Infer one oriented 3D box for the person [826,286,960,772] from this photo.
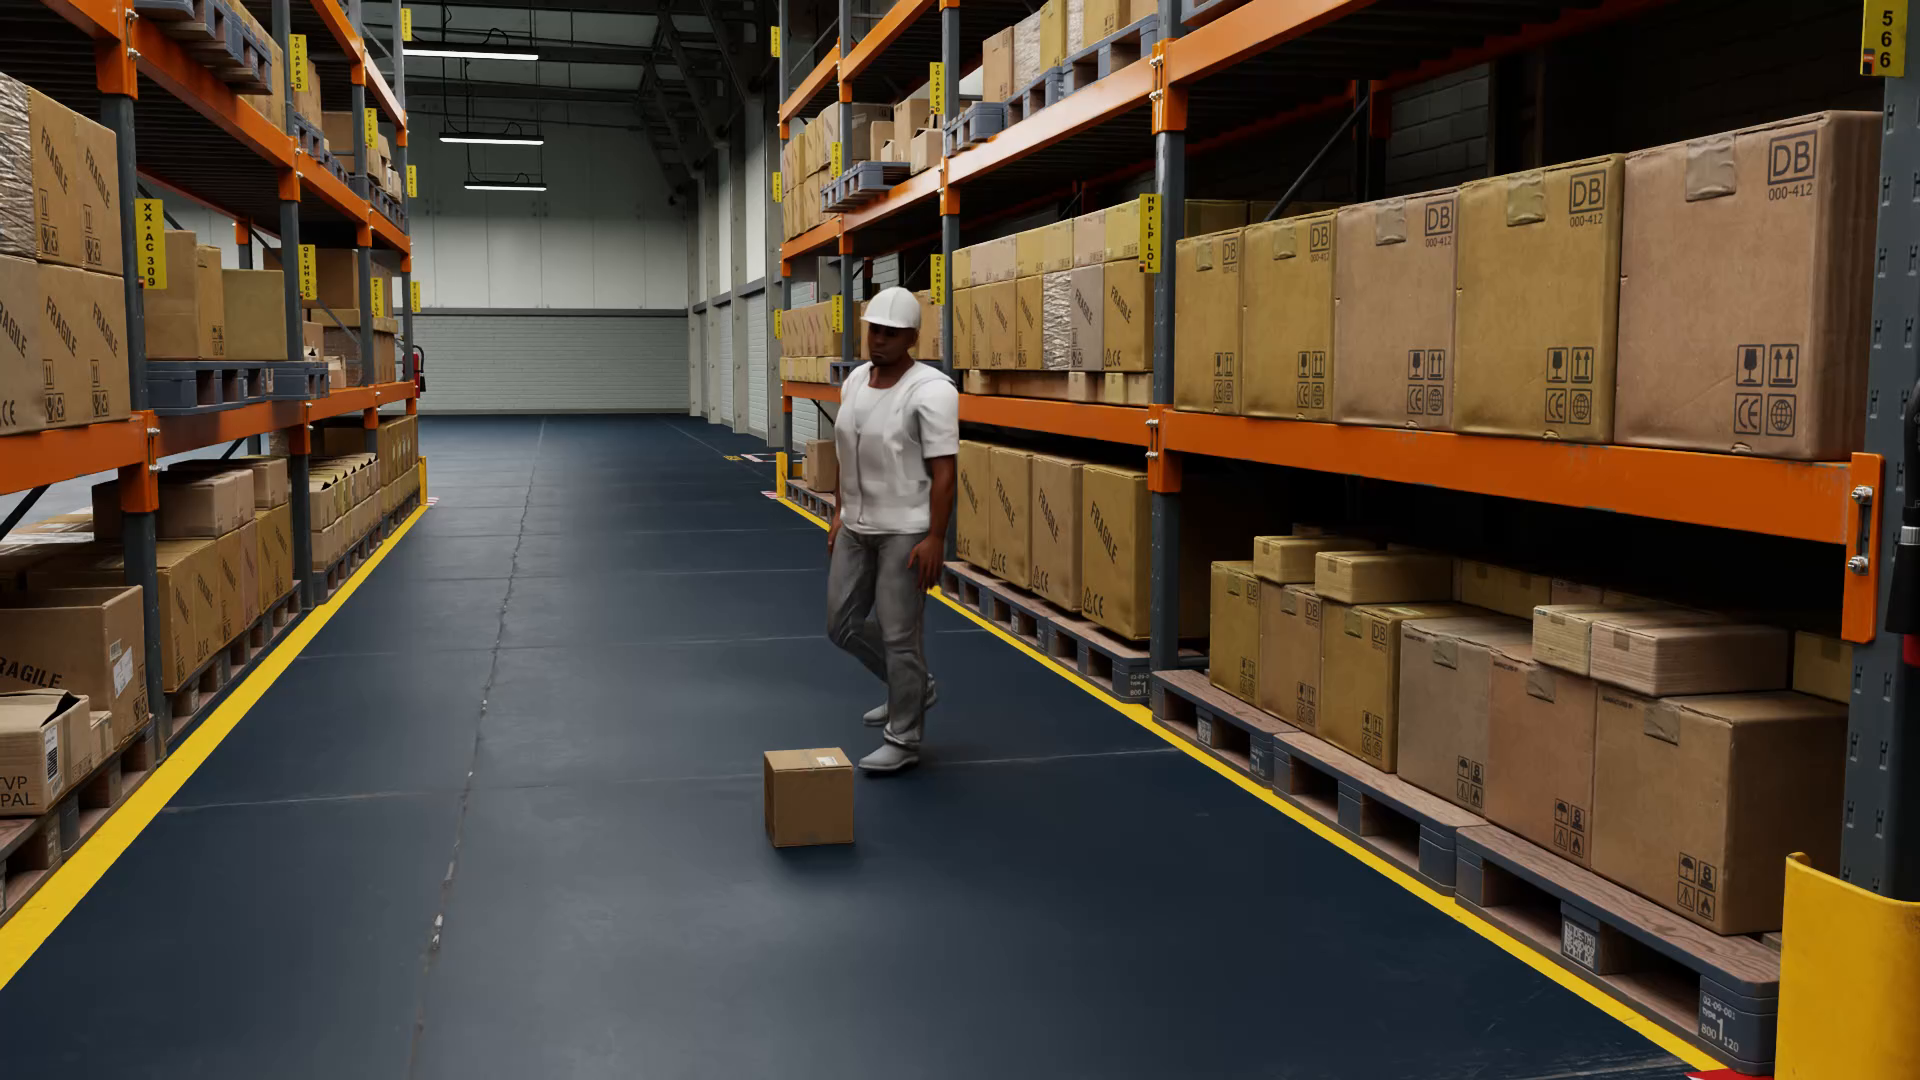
[{"bbox_3d":[-0.209,-0.042,6.156,0.613,1.766,0.553,6,9,45],"label":"person"}]
